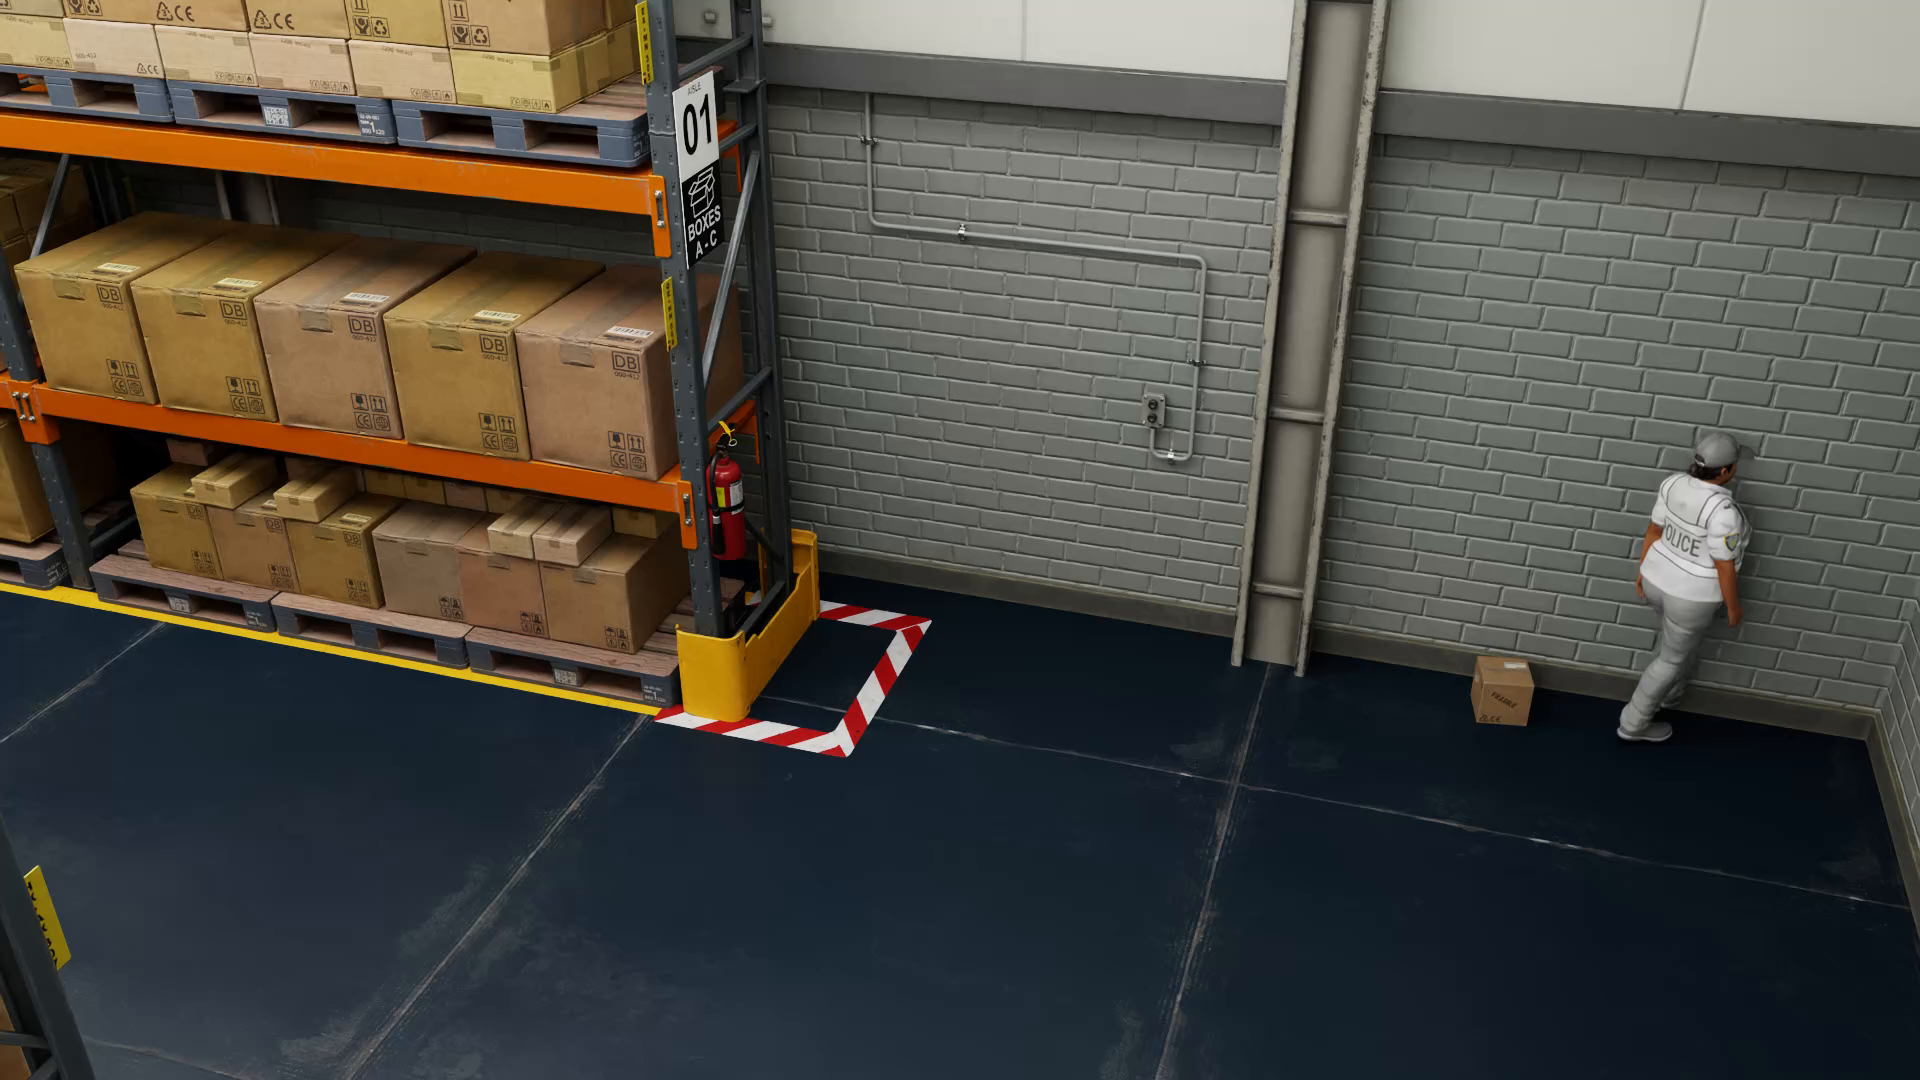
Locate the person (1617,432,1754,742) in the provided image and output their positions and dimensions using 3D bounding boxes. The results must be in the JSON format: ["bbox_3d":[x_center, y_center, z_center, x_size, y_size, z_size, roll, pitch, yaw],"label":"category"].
[{"bbox_3d":[3.608,0.228,8.073,0.639,1.658,0.493,-8,30,-14],"label":"person"}]
